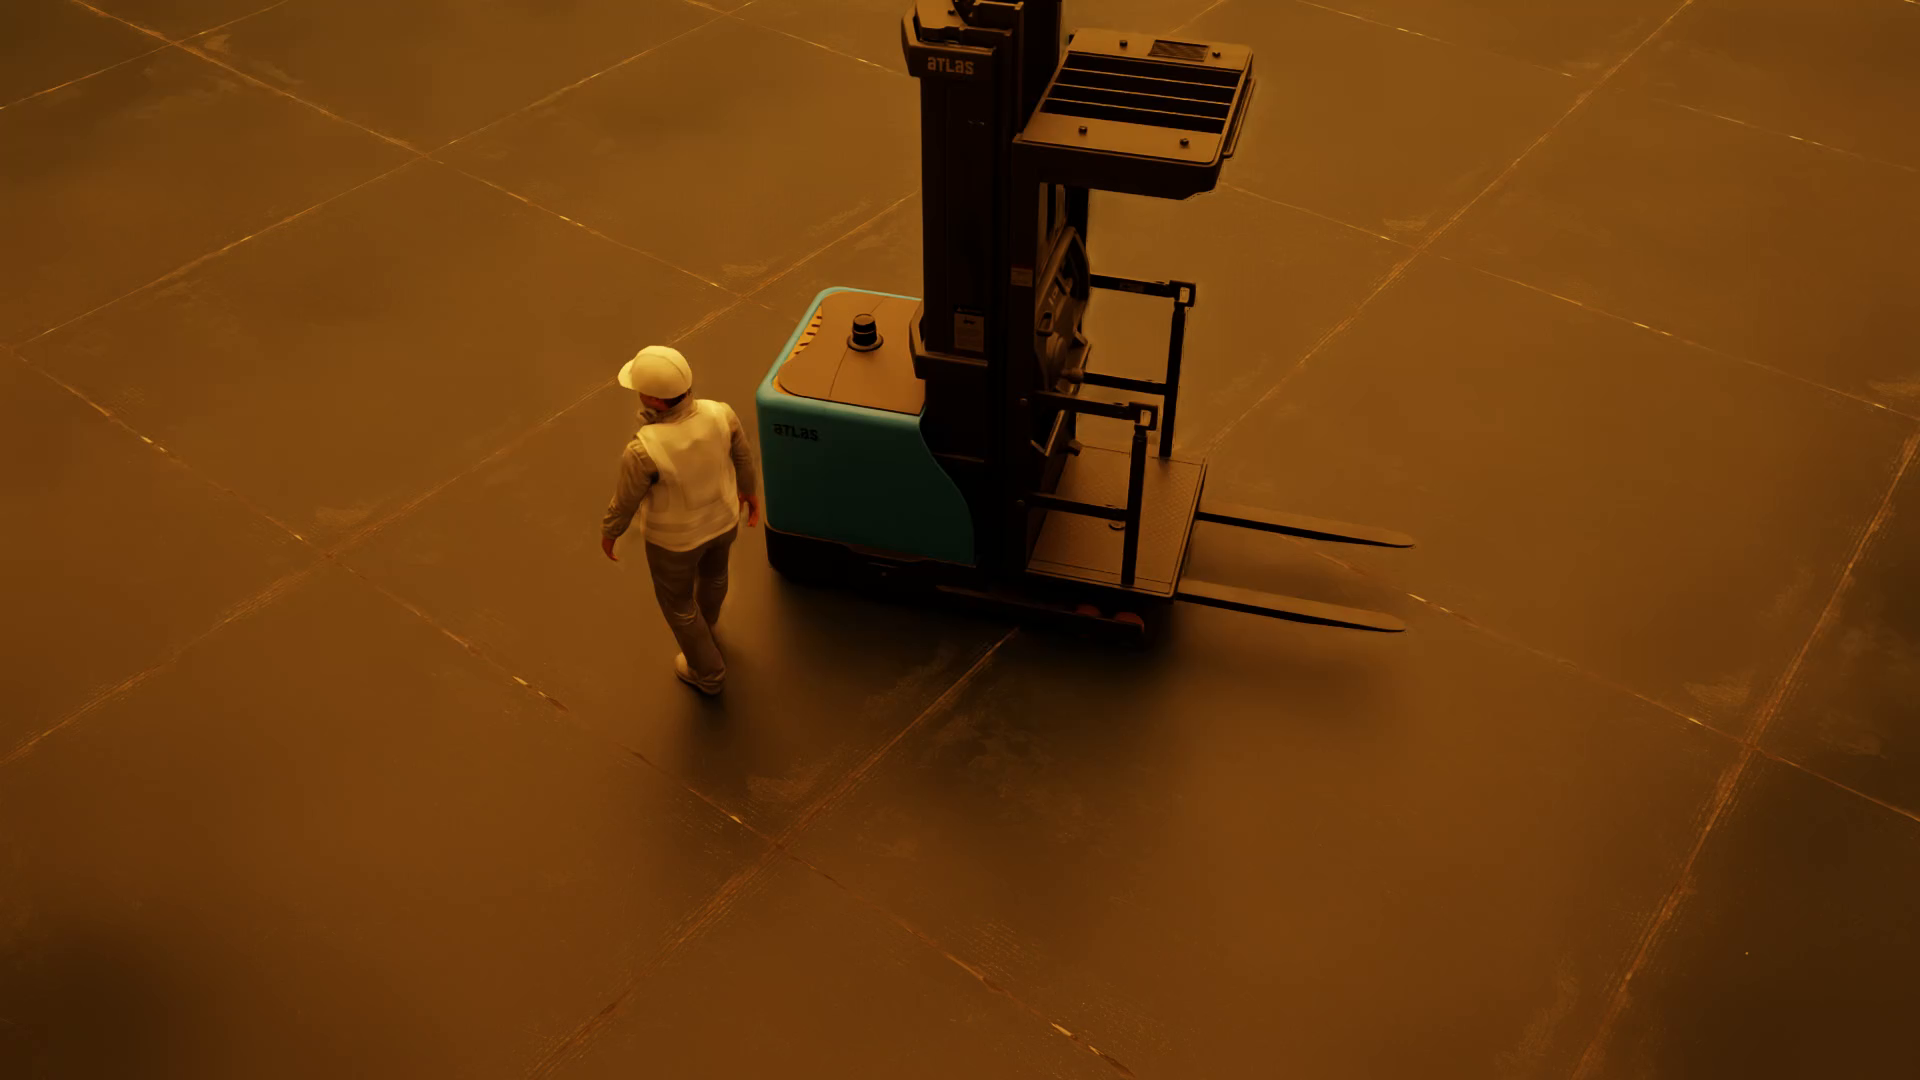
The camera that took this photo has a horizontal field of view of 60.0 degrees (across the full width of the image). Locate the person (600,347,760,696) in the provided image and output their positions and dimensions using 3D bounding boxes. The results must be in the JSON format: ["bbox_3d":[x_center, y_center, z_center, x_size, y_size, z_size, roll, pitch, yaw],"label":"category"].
[{"bbox_3d":[-1.243,-0.142,7.148,0.694,1.760,0.646,-31,49,-31],"label":"person"}]

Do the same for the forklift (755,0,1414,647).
[{"bbox_3d":[0.635,-1.003,7.250,3.031,2.935,1.130,10,41,12],"label":"forklift"}]
